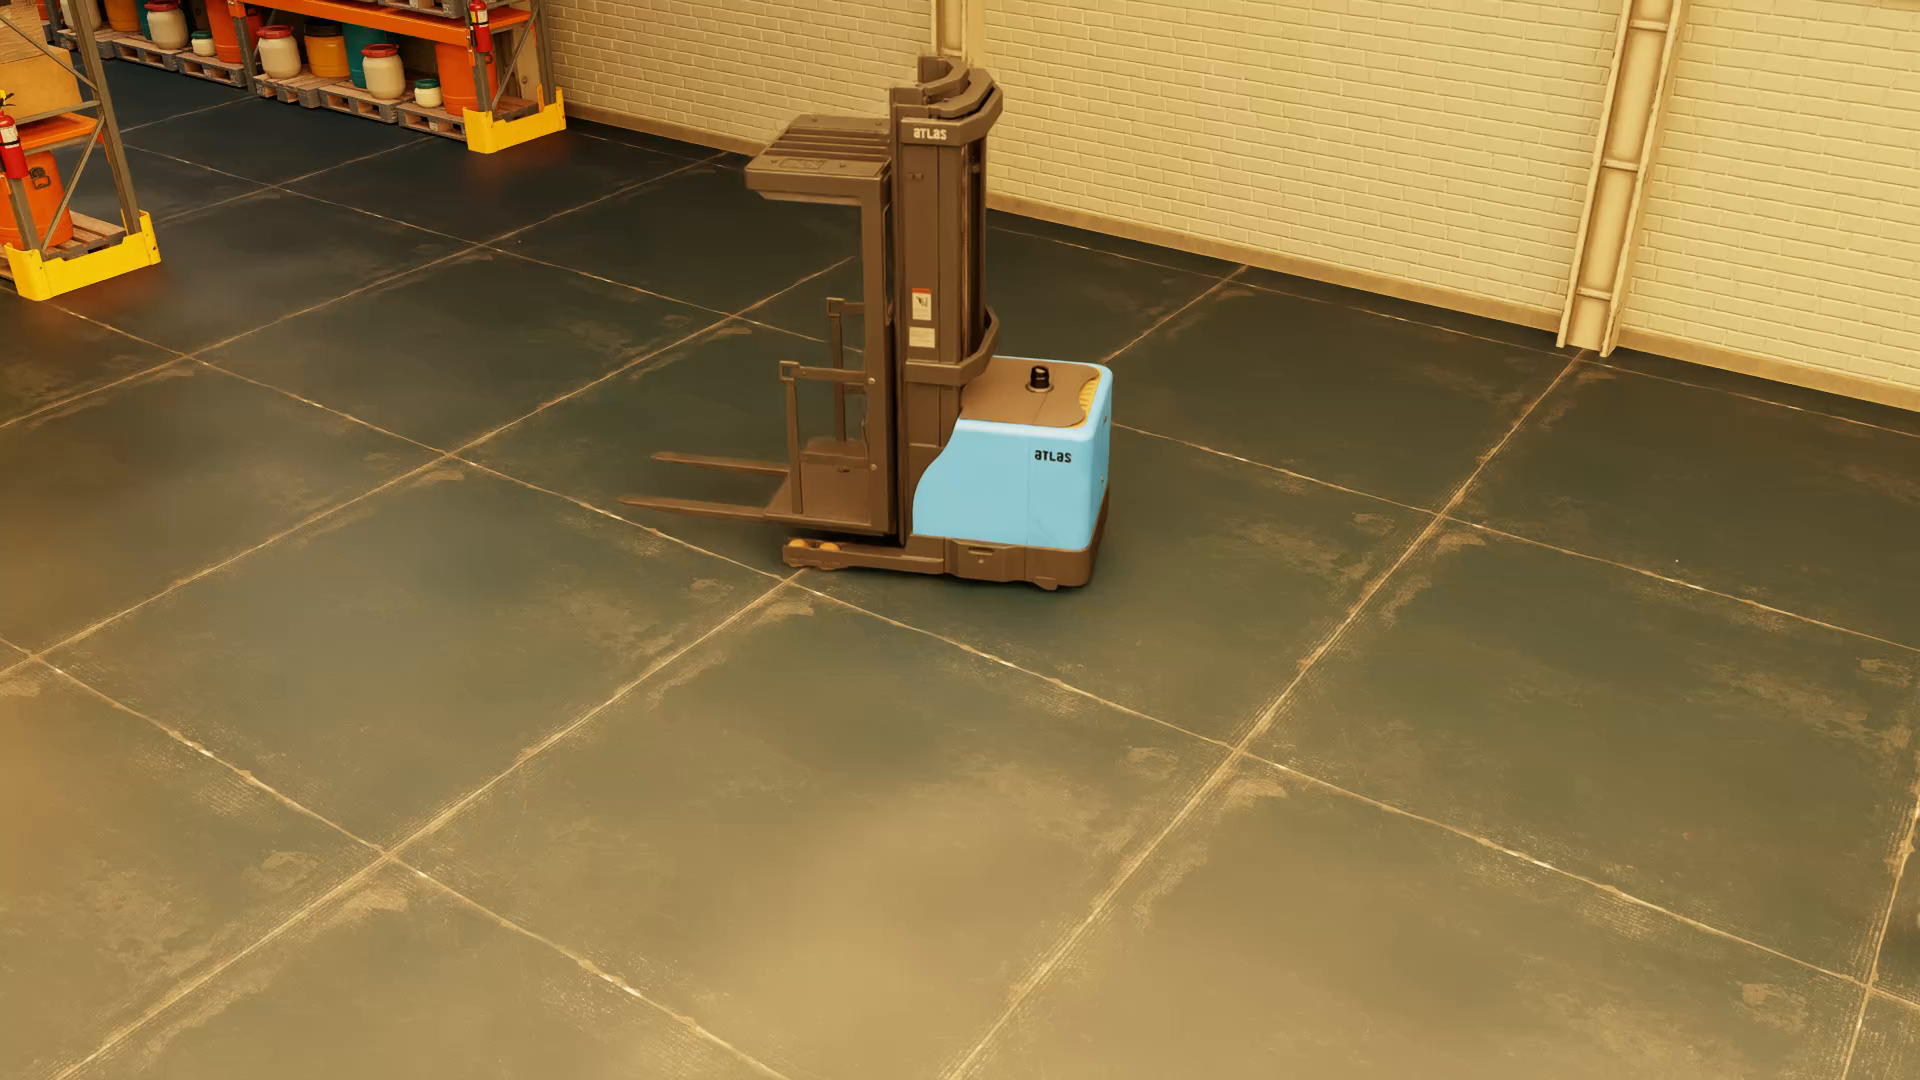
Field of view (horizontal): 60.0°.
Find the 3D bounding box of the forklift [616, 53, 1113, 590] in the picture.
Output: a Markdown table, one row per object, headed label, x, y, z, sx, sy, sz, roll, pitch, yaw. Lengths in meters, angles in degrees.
| label | x | y | z | sx | sy | sz | roll | pitch | yaw |
| --- | --- | --- | --- | --- | --- | --- | --- | --- | --- |
| forklift | -0.620 | -1.332 | 9.876 | 3.031 | 2.935 | 1.130 | 6 | 31 | 10 |
